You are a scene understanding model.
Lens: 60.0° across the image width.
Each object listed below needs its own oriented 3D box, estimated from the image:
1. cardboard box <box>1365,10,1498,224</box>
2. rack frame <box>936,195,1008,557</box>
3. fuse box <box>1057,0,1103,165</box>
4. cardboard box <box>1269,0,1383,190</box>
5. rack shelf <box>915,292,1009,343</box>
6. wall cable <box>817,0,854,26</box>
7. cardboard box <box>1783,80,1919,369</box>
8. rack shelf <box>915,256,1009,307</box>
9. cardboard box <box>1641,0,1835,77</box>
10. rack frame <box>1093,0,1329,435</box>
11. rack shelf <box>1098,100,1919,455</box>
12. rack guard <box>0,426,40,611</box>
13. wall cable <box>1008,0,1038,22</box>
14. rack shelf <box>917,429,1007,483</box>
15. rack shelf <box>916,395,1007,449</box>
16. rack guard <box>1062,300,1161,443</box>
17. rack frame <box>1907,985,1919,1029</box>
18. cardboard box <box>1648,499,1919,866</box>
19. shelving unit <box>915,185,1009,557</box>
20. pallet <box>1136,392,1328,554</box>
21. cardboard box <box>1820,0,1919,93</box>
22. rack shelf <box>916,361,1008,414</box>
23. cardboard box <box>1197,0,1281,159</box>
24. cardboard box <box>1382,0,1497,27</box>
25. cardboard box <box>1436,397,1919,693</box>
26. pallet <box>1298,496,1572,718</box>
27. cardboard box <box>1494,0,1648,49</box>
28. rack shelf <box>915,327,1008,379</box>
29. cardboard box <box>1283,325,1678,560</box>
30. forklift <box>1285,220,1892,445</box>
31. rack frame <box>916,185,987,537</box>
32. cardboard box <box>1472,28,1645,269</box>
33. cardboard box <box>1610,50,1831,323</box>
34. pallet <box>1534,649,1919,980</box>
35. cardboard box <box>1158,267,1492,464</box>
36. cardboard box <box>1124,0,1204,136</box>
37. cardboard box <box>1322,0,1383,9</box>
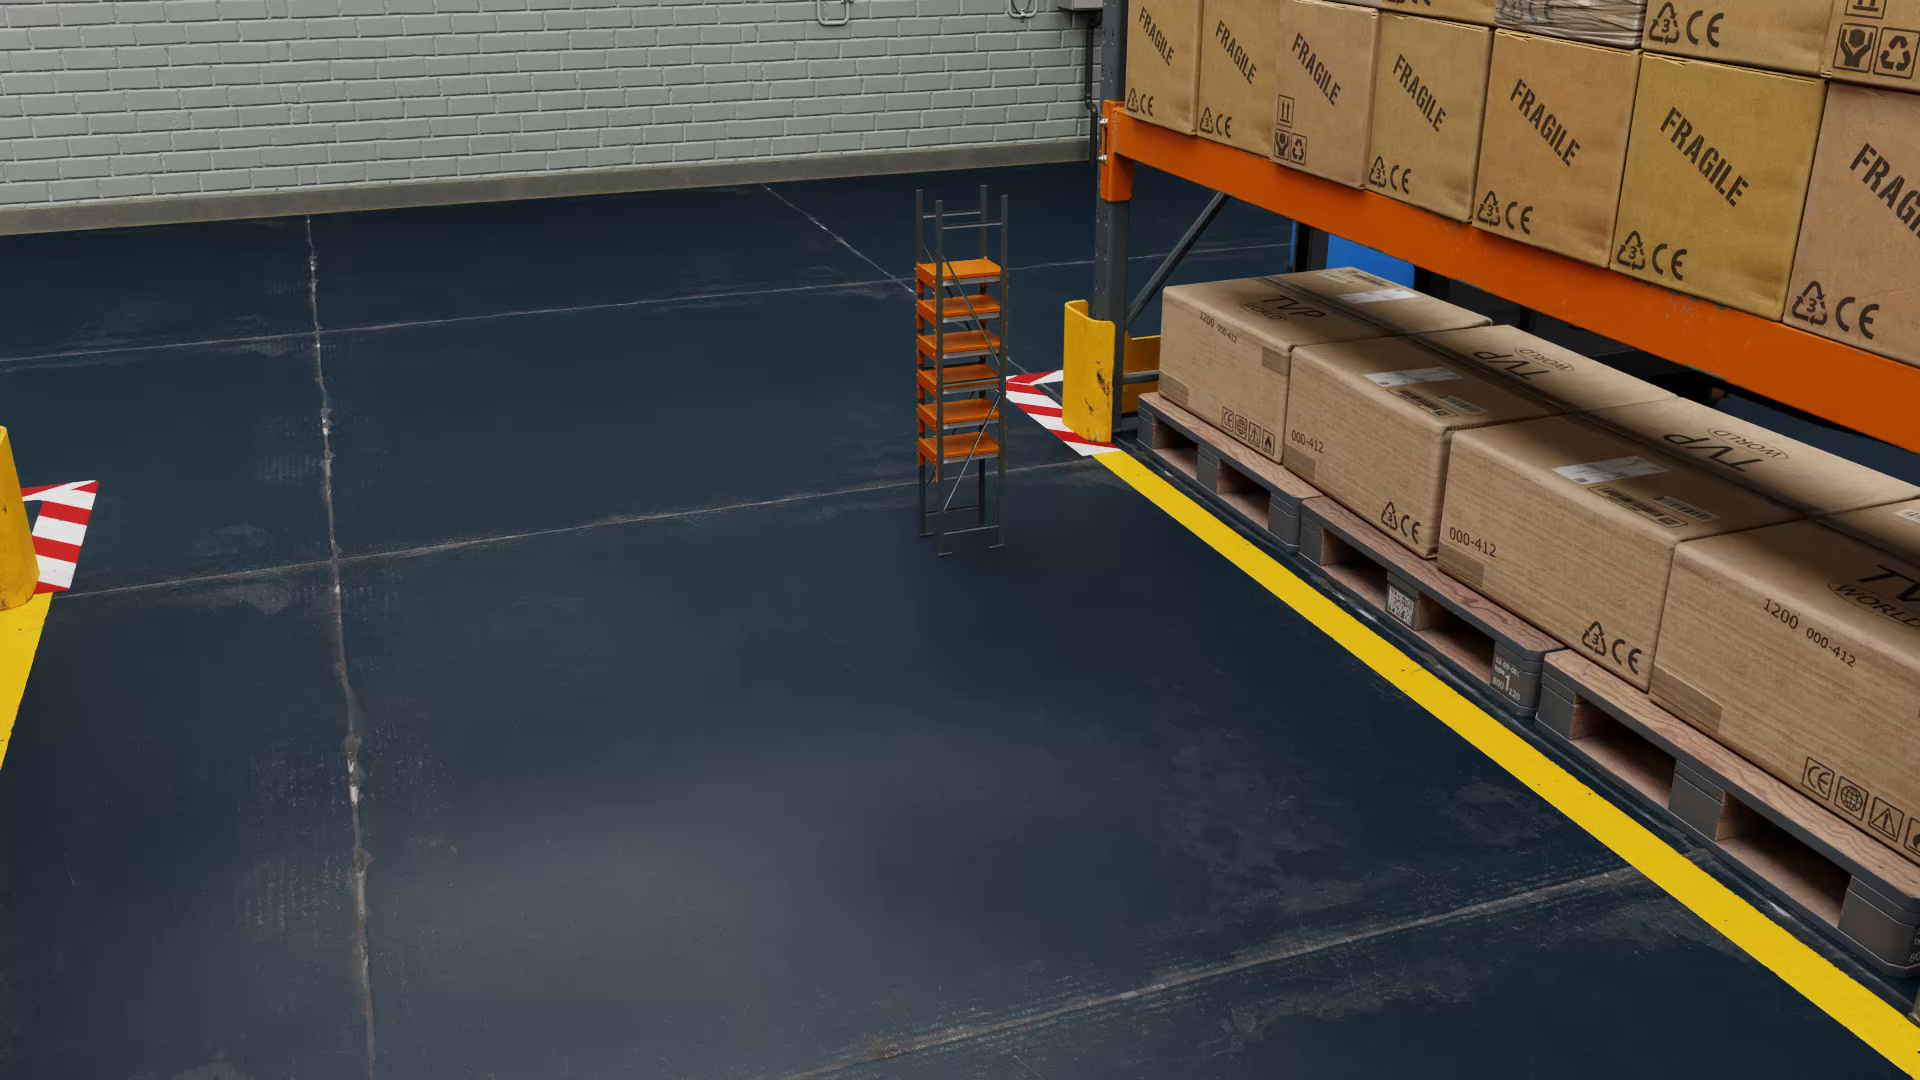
[{"bbox_3d":[1.482,-1.182,4.563,0.500,0.500,0.500,-8,24,-17],"label":"cardboard box"},{"bbox_3d":[0.037,-0.514,5.426,0.240,1.200,0.006,-8,24,-19],"label":"rack frame"},{"bbox_3d":[1.024,-3.584,12.050,0.539,1.711,0.414,-8,24,-19],"label":"fuse box"},{"bbox_3d":[1.290,-1.362,4.990,0.500,0.500,0.500,-8,24,-19],"label":"cardboard box"},{"bbox_3d":[0.005,-0.728,5.429,0.258,0.103,0.180,-8,24,-19],"label":"rack shelf"},{"bbox_3d":[-0.993,-4.425,11.038,0.585,1.953,0.123,-8,24,-19],"label":"wall cable"},{"bbox_3d":[2.031,-0.623,3.237,0.500,0.500,0.500,-8,24,-19],"label":"cardboard box"},{"bbox_3d":[0.005,-0.838,5.382,0.258,0.103,0.180,-8,24,-19],"label":"rack shelf"},{"bbox_3d":[1.838,-1.269,3.483,0.500,0.500,0.500,-9,24,-20],"label":"cardboard box"},{"bbox_3d":[1.021,-1.897,6.388,1.000,3.000,0.127,-8,24,-19],"label":"rack frame"},{"bbox_3d":[1.728,-0.838,4.803,1.077,0.370,4.000,-8,24,-19],"label":"rack shelf"},{"bbox_3d":[-3.547,-0.001,5.109,1.175,0.500,0.348,-8,24,-19],"label":"rack guard"},{"bbox_3d":[0.330,-4.609,11.516,0.588,1.984,0.122,-8,24,-19],"label":"wall cable"},{"bbox_3d":[0.005,-0.286,5.615,0.258,0.103,0.180,-8,24,-19],"label":"rack shelf"},{"bbox_3d":[0.005,-0.396,5.568,0.258,0.103,0.180,-8,24,-19],"label":"rack shelf"},{"bbox_3d":[1.013,-0.753,6.894,1.175,0.500,0.348,-8,24,-19],"label":"rack guard"},{"bbox_3d":[2.434,-0.443,2.939,1.000,3.000,0.127,-8,24,-19],"label":"rack frame"},{"bbox_3d":[2.313,0.301,3.932,0.875,0.438,0.875,-9,24,-20],"label":"cardboard box"},{"bbox_3d":[0.005,-0.548,5.504,0.258,1.200,0.189,-8,24,-19],"label":"shelving unit"},{"bbox_3d":[1.377,-0.332,6.266,1.003,0.211,1.213,-8,24,-19],"label":"pallet"},{"bbox_3d":[2.009,-1.084,3.043,0.500,0.500,0.500,-9,24,-19],"label":"cardboard box"},{"bbox_3d":[0.005,-0.507,5.522,0.258,0.103,0.180,-8,24,-19],"label":"rack shelf"},{"bbox_3d":[1.127,-1.549,5.434,0.500,0.500,0.500,-9,24,-20],"label":"cardboard box"},{"bbox_3d":[1.480,-1.636,4.354,0.500,0.500,0.500,-8,24,-19],"label":"cardboard box"},{"bbox_3d":[1.996,-0.024,4.703,0.875,0.438,0.875,-9,25,-21],"label":"cardboard box"},{"bbox_3d":[1.804,0.111,5.216,1.003,0.211,1.213,-8,24,-19],"label":"pallet"},{"bbox_3d":[1.649,-1.453,3.919,0.500,0.500,0.500,-8,24,-18],"label":"cardboard box"},{"bbox_3d":[0.005,-0.617,5.475,0.258,0.103,0.180,-8,24,-19],"label":"rack shelf"},{"bbox_3d":[1.679,-0.352,5.481,0.875,0.438,0.875,-8,24,-18],"label":"cardboard box"},{"bbox_3d":[2.622,-1.967,6.643,1.130,2.935,3.031,-9,24,-20],"label":"forklift"},{"bbox_3d":[-0.027,-0.581,5.583,0.240,1.200,0.006,-8,24,-19],"label":"rack frame"},{"bbox_3d":[1.653,-0.990,4.107,0.500,0.500,0.500,-9,24,-20],"label":"cardboard box"},{"bbox_3d":[1.844,-0.809,3.678,0.500,0.500,0.500,-9,24,-20],"label":"cardboard box"},{"bbox_3d":[2.239,0.555,4.162,1.003,0.211,1.213,-8,24,-19],"label":"pallet"},{"bbox_3d":[1.348,-0.683,6.267,0.875,0.438,0.875,-9,25,-21],"label":"cardboard box"},{"bbox_3d":[0.922,-1.729,5.861,0.500,0.500,0.500,-9,24,-19],"label":"cardboard box"},{"bbox_3d":[1.302,-1.817,4.783,0.500,0.500,0.500,-9,24,-19],"label":"cardboard box"}]
